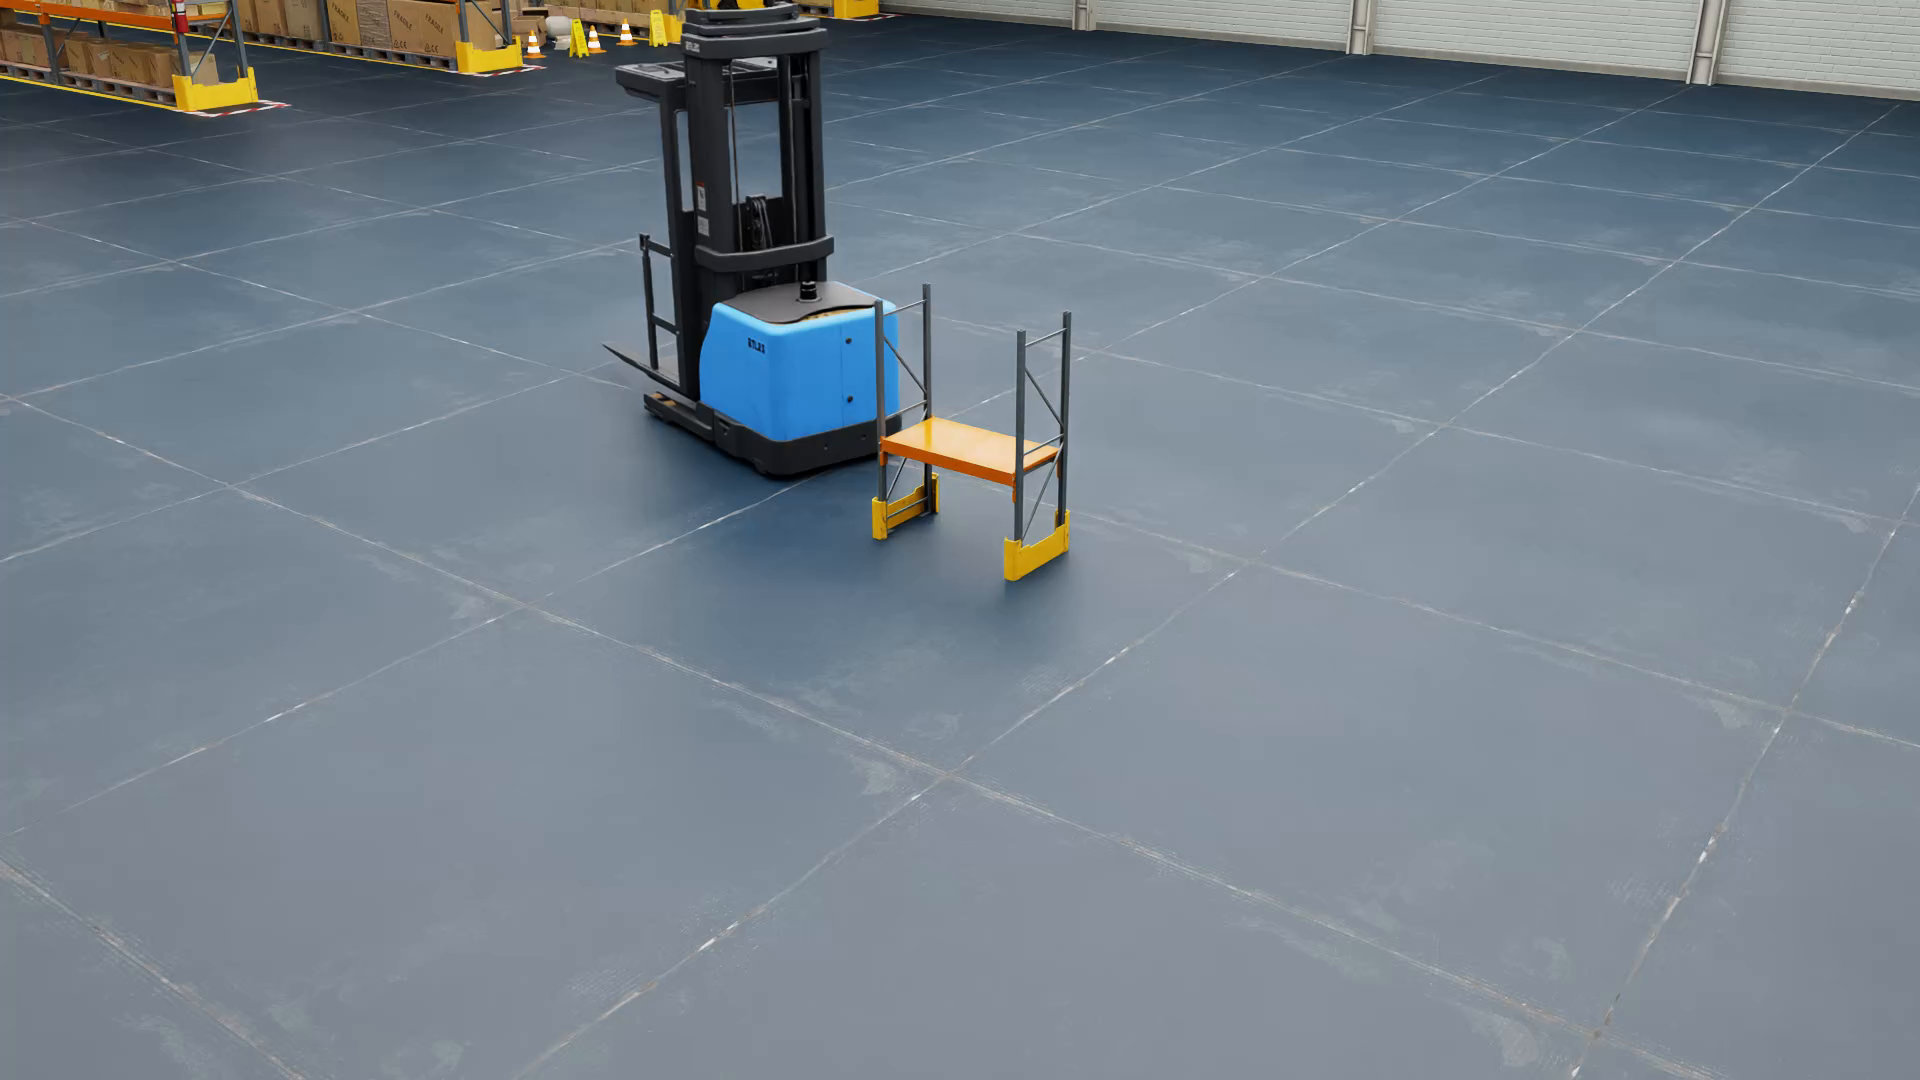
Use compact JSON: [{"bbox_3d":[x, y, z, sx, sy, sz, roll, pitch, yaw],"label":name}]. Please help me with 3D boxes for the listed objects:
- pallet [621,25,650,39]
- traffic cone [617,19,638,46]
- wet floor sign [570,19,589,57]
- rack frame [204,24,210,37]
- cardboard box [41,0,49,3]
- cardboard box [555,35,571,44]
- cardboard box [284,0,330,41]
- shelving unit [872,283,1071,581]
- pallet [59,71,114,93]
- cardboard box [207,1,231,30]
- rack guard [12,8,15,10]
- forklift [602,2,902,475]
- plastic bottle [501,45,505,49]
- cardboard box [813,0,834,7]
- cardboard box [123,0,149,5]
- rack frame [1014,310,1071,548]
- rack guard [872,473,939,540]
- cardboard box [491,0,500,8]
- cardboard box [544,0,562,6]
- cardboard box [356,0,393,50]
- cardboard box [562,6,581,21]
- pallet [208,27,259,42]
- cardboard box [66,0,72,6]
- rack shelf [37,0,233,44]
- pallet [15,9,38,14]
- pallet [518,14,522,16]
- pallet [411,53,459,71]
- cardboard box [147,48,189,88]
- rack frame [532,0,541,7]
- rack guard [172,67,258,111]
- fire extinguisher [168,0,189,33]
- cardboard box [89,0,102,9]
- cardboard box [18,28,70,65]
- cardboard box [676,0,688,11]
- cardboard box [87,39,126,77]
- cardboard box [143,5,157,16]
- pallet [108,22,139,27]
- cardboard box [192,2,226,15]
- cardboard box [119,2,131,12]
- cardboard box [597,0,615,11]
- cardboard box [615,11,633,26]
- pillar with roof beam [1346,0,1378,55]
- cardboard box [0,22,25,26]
[{"bbox_3d":[-5.921,-10.092,32.893,1.213,0.211,1.003,17,29,33],"label":"pallet"},{"bbox_3d":[-6.349,-9.669,31.620,0.334,0.463,0.336,17,29,33],"label":"traffic cone"},{"bbox_3d":[-6.908,-9.075,30.045,0.232,0.644,0.267,12,26,24],"label":"wet floor sign"},{"bbox_3d":[-14.521,-11.455,32.527,0.127,3.000,1.000,17,29,33],"label":"rack frame"},{"bbox_3d":[-14.384,-8.648,26.468,0.250,0.149,0.380,17,29,33],"label":"cardboard box"},{"bbox_3d":[-7.491,-9.502,31.632,0.380,0.149,0.250,-10,26,-21],"label":"cardboard box"},{"bbox_3d":[-11.871,-9.771,30.976,0.750,0.750,1.050,17,29,33],"label":"cardboard box"},{"bbox_3d":[0.061,-0.668,9.906,1.083,1.500,0.587,17,29,33],"label":"shelving unit"},{"bbox_3d":[-13.817,-7.484,26.975,1.213,0.211,1.003,17,29,33],"label":"pallet"},{"bbox_3d":[-14.087,-10.441,32.496,0.750,0.750,1.050,16,29,33],"label":"cardboard box"},{"bbox_3d":[-20.861,-12.227,37.380,0.348,0.500,1.175,17,29,33],"label":"rack guard"},{"bbox_3d":[-1.686,-2.304,11.843,1.130,2.935,3.031,-17,29,-33],"label":"forklift"},{"bbox_3d":[-8.470,-9.220,31.099,0.283,0.061,0.133,7,25,15],"label":"plastic bottle"},{"bbox_3d":[-2.823,-11.690,35.950,0.500,0.250,0.500,17,29,34],"label":"cardboard box"},{"bbox_3d":[-12.070,-8.350,24.989,0.500,0.500,0.875,17,29,33],"label":"cardboard box"},{"bbox_3d":[0.475,-0.543,9.622,0.032,1.500,0.500,17,29,33],"label":"rack frame"},{"bbox_3d":[-0.338,-0.216,10.431,0.087,0.250,0.587,17,29,33],"label":"rack guard"},{"bbox_3d":[-9.476,-10.730,33.044,0.500,0.500,0.500,17,29,33],"label":"cardboard box"},{"bbox_3d":[-8.122,-11.156,33.809,0.500,0.500,0.500,18,30,36],"label":"cardboard box"},{"bbox_3d":[-10.135,-9.316,29.787,0.875,0.875,0.875,17,29,34],"label":"cardboard box"},{"bbox_3d":[-7.688,-10.688,33.676,0.500,0.250,0.500,19,30,36],"label":"cardboard box"},{"bbox_3d":[-13.935,-9.964,32.602,1.213,0.211,1.003,17,29,33],"label":"pallet"},{"bbox_3d":[-13.769,-8.474,26.074,0.250,0.149,0.380,17,29,33],"label":"cardboard box"},{"bbox_3d":[-12.775,-8.099,25.803,4.000,0.370,1.077,17,29,33],"label":"rack shelf"},{"bbox_3d":[-20.232,-11.887,36.967,1.213,0.211,1.003,17,29,33],"label":"pallet"},{"bbox_3d":[-9.056,-11.021,35.001,1.213,0.211,1.003,17,29,33],"label":"pallet"},{"bbox_3d":[-8.806,-8.412,29.081,1.213,0.211,1.003,17,29,33],"label":"pallet"},{"bbox_3d":[-12.163,-7.282,25.638,0.500,0.500,0.500,-17,29,-34],"label":"cardboard box"},{"bbox_3d":[-8.432,-12.109,34.012,0.127,3.000,1.000,17,29,33],"label":"rack frame"},{"bbox_3d":[-11.235,-6.819,25.106,0.348,0.500,1.175,17,29,33],"label":"rack guard"},{"bbox_3d":[-11.359,-7.733,24.176,0.183,0.674,0.296,17,29,33],"label":"fire extinguisher"},{"bbox_3d":[-13.176,-8.289,25.654,0.250,0.149,0.380,17,29,33],"label":"cardboard box"},{"bbox_3d":[-15.224,-8.246,27.799,0.500,0.500,0.700,17,29,33],"label":"cardboard box"},{"bbox_3d":[-5.730,-10.709,32.793,0.500,0.500,0.500,16,28,32],"label":"cardboard box"},{"bbox_3d":[-13.616,-7.714,26.617,0.500,0.500,0.500,-16,28,-31],"label":"cardboard box"},{"bbox_3d":[-11.957,-7.936,24.853,0.250,0.149,0.380,17,29,33],"label":"cardboard box"},{"bbox_3d":[-17.098,-10.958,34.859,1.213,0.211,1.003,17,29,33],"label":"pallet"},{"bbox_3d":[-11.260,-7.975,24.942,0.250,0.149,0.380,17,29,33],"label":"cardboard box"},{"bbox_3d":[-12.537,-8.129,25.290,0.250,0.149,0.380,17,29,33],"label":"cardboard box"},{"bbox_3d":[-6.848,-10.778,32.950,0.500,0.500,0.500,16,28,32],"label":"cardboard box"},{"bbox_3d":[-6.449,-10.312,32.823,0.500,0.250,0.500,17,29,33],"label":"cardboard box"},{"bbox_3d":[4.747,-11.658,25.548,0.400,9.000,9.100,17,29,33],"label":"pillar with roof beam"},{"bbox_3d":[-16.577,-8.651,28.718,0.500,0.500,0.700,14,27,29],"label":"cardboard box"}]
